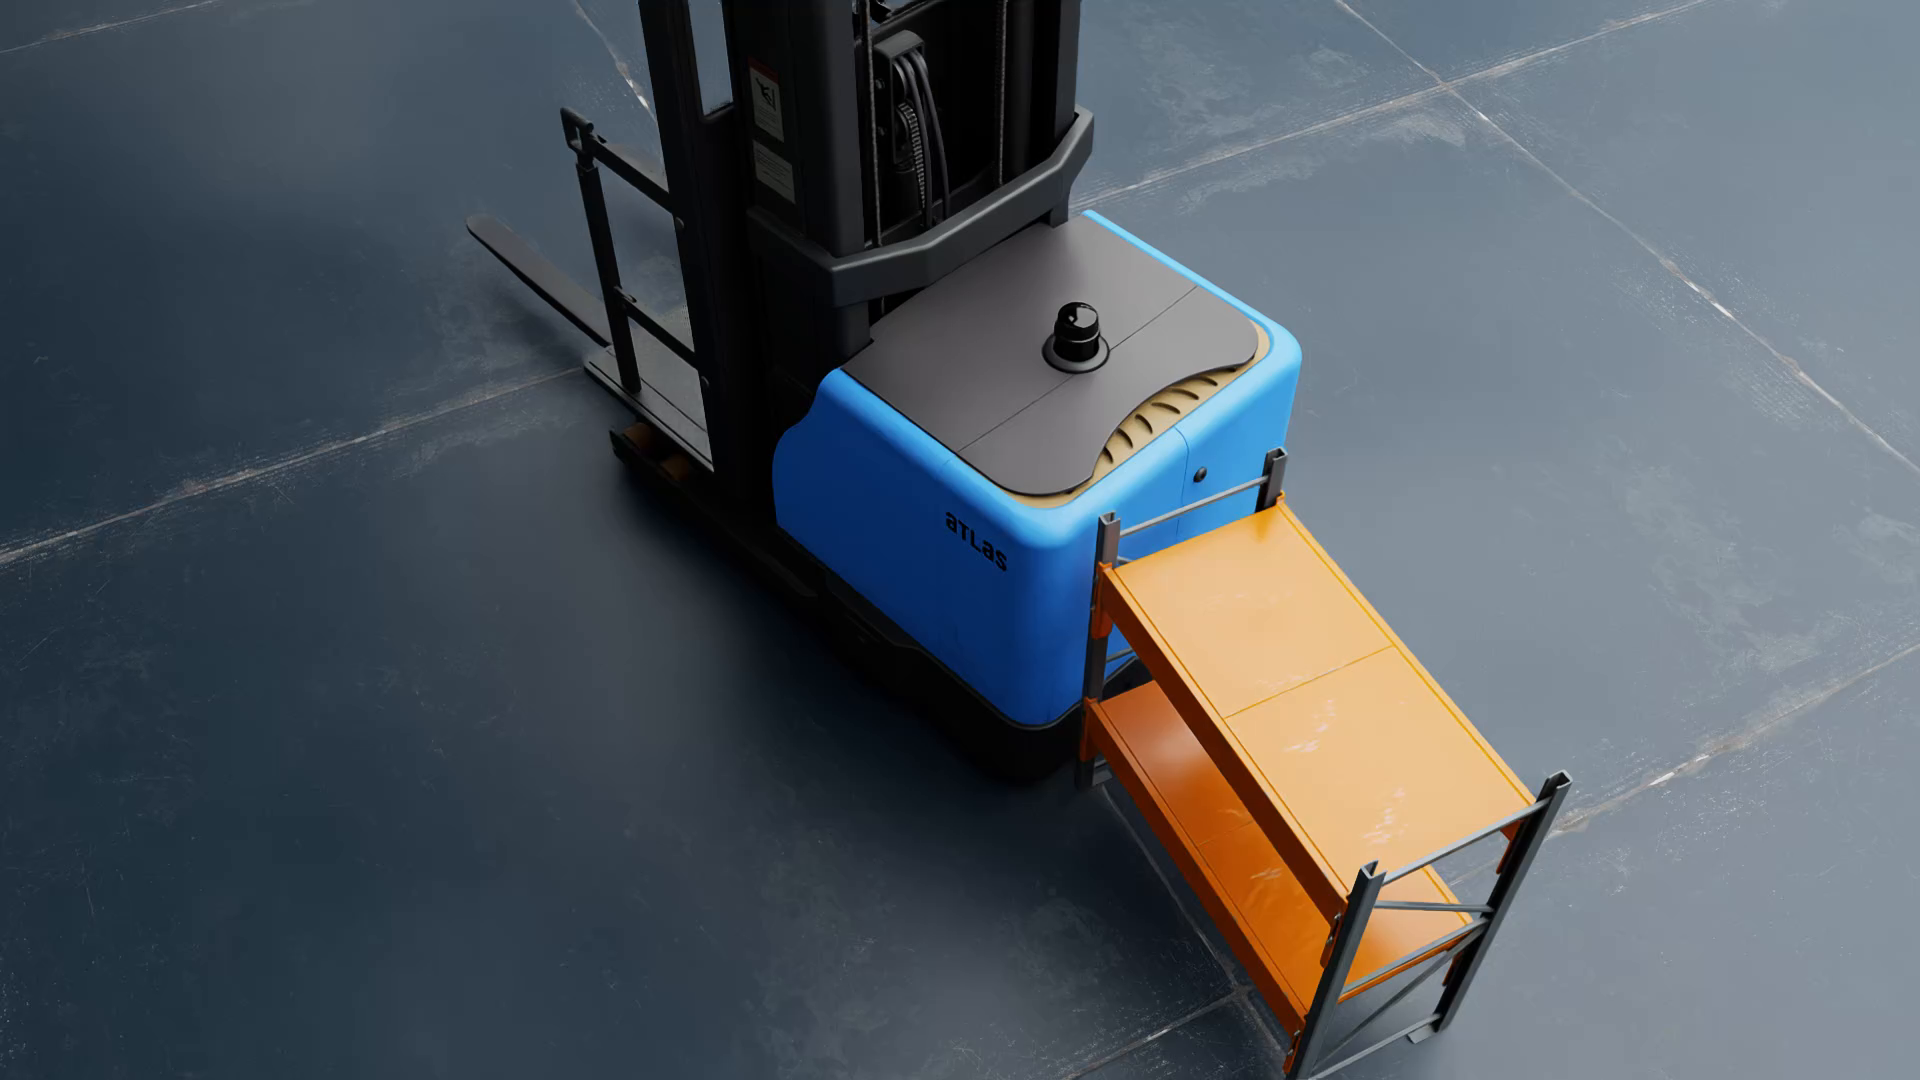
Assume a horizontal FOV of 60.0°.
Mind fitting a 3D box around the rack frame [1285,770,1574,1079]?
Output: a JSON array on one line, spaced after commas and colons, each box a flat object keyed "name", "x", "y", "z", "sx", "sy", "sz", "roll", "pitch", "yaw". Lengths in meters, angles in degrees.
[{"name": "rack frame", "x": 1.001, "y": 0.927, "z": 3.692, "sx": 0.500, "sy": 1.125, "sz": 0.032, "roll": -21, "pitch": 52, "yaw": -17}]

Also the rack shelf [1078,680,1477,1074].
[{"name": "rack shelf", "x": 0.774, "y": 0.745, "z": 4.176, "sx": 0.538, "sy": 0.278, "sz": 1.000, "roll": -21, "pitch": 52, "yaw": -17}]

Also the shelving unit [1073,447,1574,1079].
[{"name": "shelving unit", "x": 0.774, "y": 0.584, "z": 3.992, "sx": 0.538, "sy": 1.125, "sz": 1.048, "roll": -21, "pitch": 52, "yaw": -17}]

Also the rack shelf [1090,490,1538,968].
[{"name": "rack shelf", "x": 0.774, "y": 0.391, "z": 3.771, "sx": 0.538, "sy": 0.278, "sz": 1.000, "roll": -21, "pitch": 52, "yaw": -17}]

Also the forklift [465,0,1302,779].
[{"name": "forklift", "x": -0.483, "y": -1.319, "z": 4.456, "sx": 1.130, "sy": 2.935, "sz": 3.031, "roll": -36, "pitch": 58, "yaw": -27}]

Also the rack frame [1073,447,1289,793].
[{"name": "rack frame", "x": 0.547, "y": 0.242, "z": 4.291, "sx": 0.500, "sy": 1.125, "sz": 0.032, "roll": -21, "pitch": 52, "yaw": -17}]
